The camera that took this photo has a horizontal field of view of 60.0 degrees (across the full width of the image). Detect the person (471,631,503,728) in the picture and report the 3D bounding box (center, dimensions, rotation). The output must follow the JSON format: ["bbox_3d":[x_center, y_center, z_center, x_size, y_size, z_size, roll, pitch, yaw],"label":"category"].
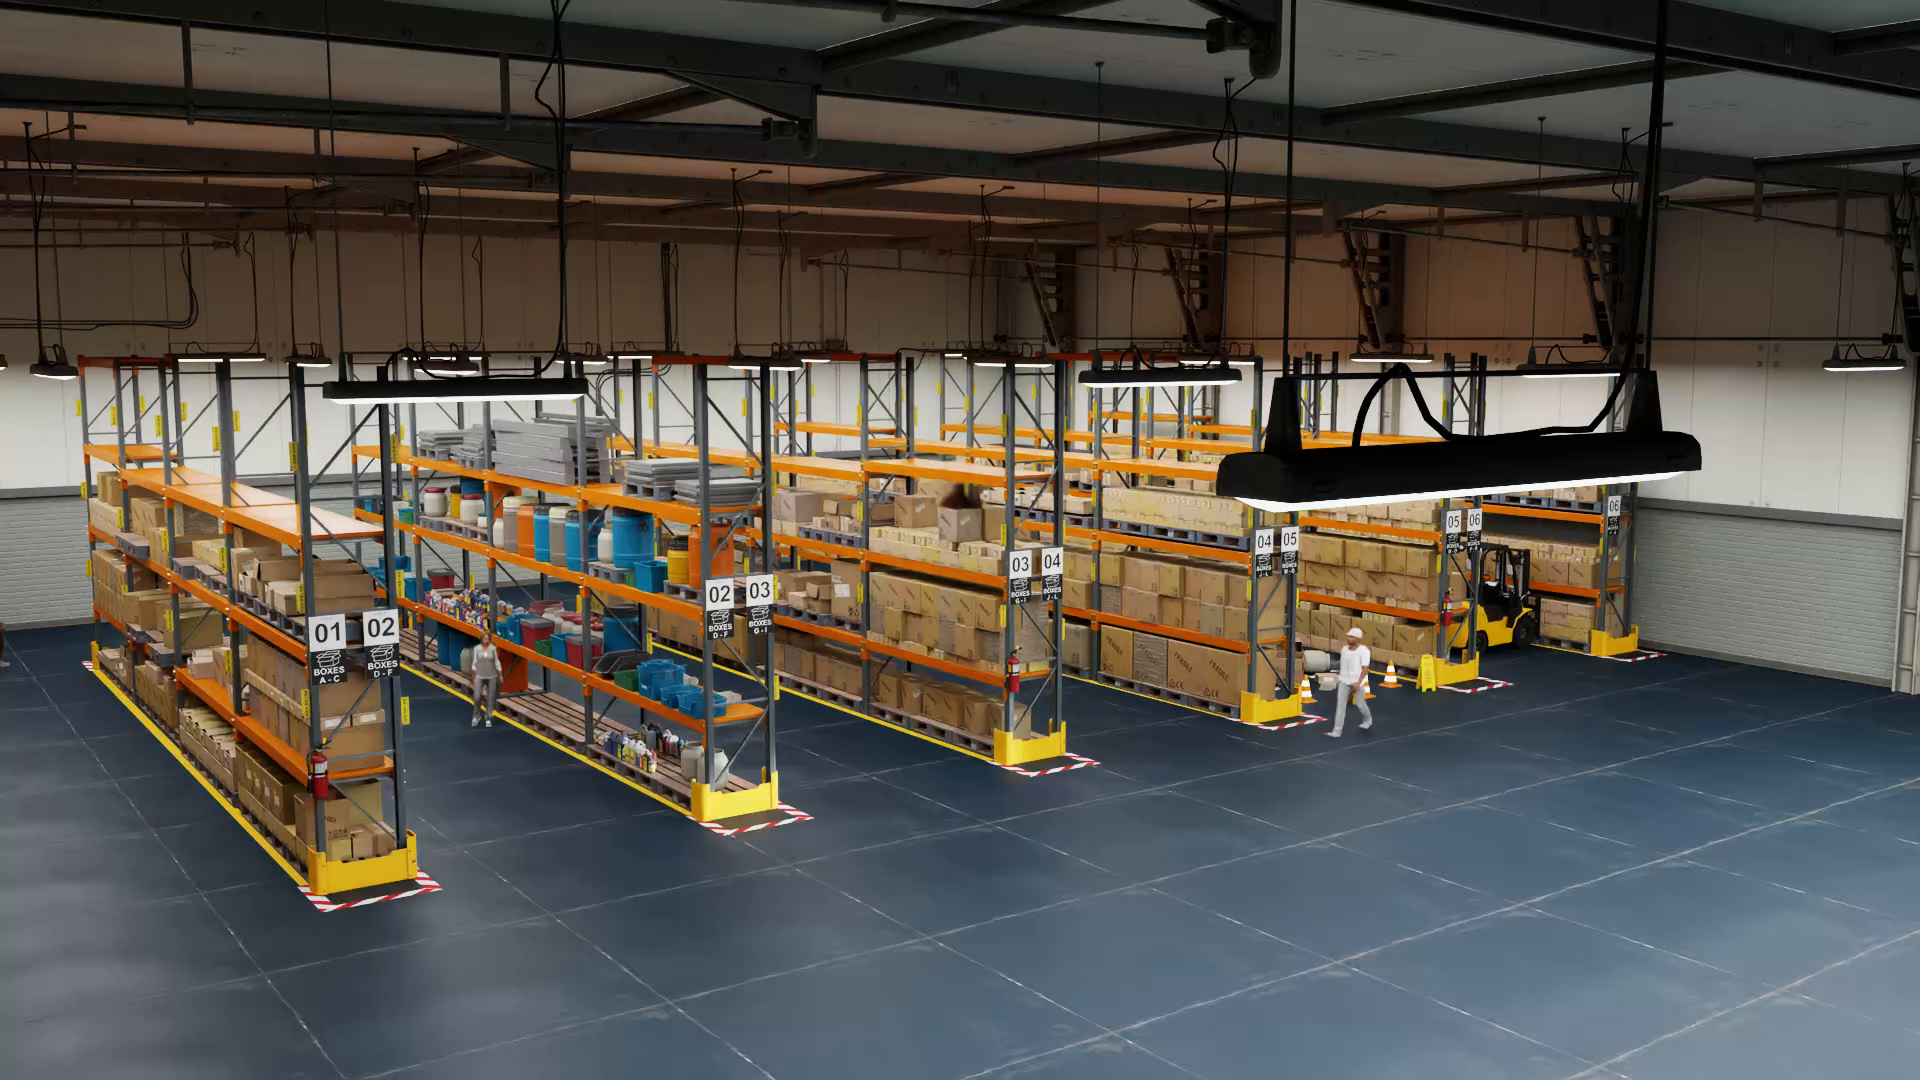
[{"bbox_3d":[-7.735,2.268,27.159,0.533,1.578,0.368,-2,7,-17],"label":"person"}]

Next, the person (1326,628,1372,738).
[{"bbox_3d":[6.251,2.268,26.523,0.543,1.734,1.037,5,8,34],"label":"person"}]

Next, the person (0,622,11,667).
[{"bbox_3d":[-18.628,1.590,31.834,0.689,1.731,0.612,-5,9,-35],"label":"person"}]
